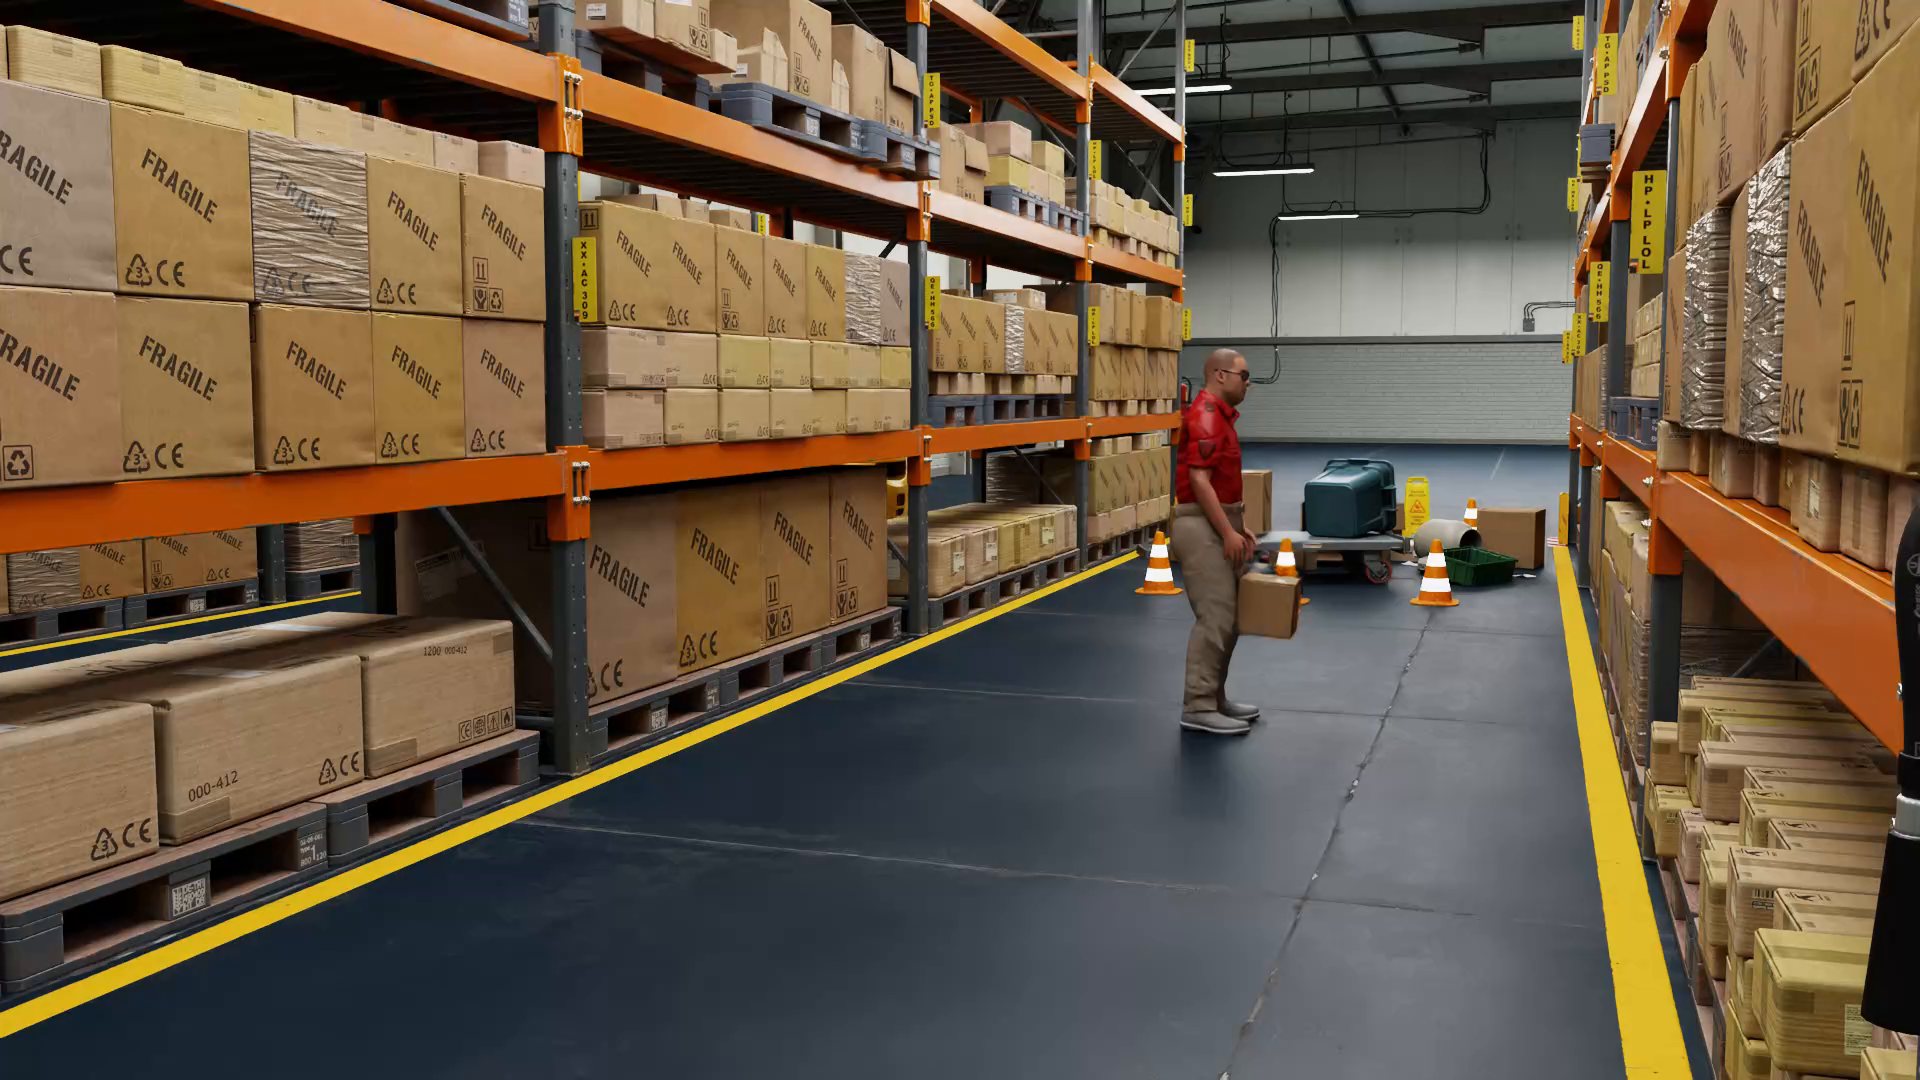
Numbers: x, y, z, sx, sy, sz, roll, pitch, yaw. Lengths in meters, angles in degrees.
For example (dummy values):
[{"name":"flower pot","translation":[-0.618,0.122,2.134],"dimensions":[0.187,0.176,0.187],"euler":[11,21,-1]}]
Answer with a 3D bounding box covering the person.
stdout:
[{"name":"person","translation":[1.183,-0.010,7.651],"dimensions":[0.392,1.731,0.558],"euler":[2,5,17]}]
